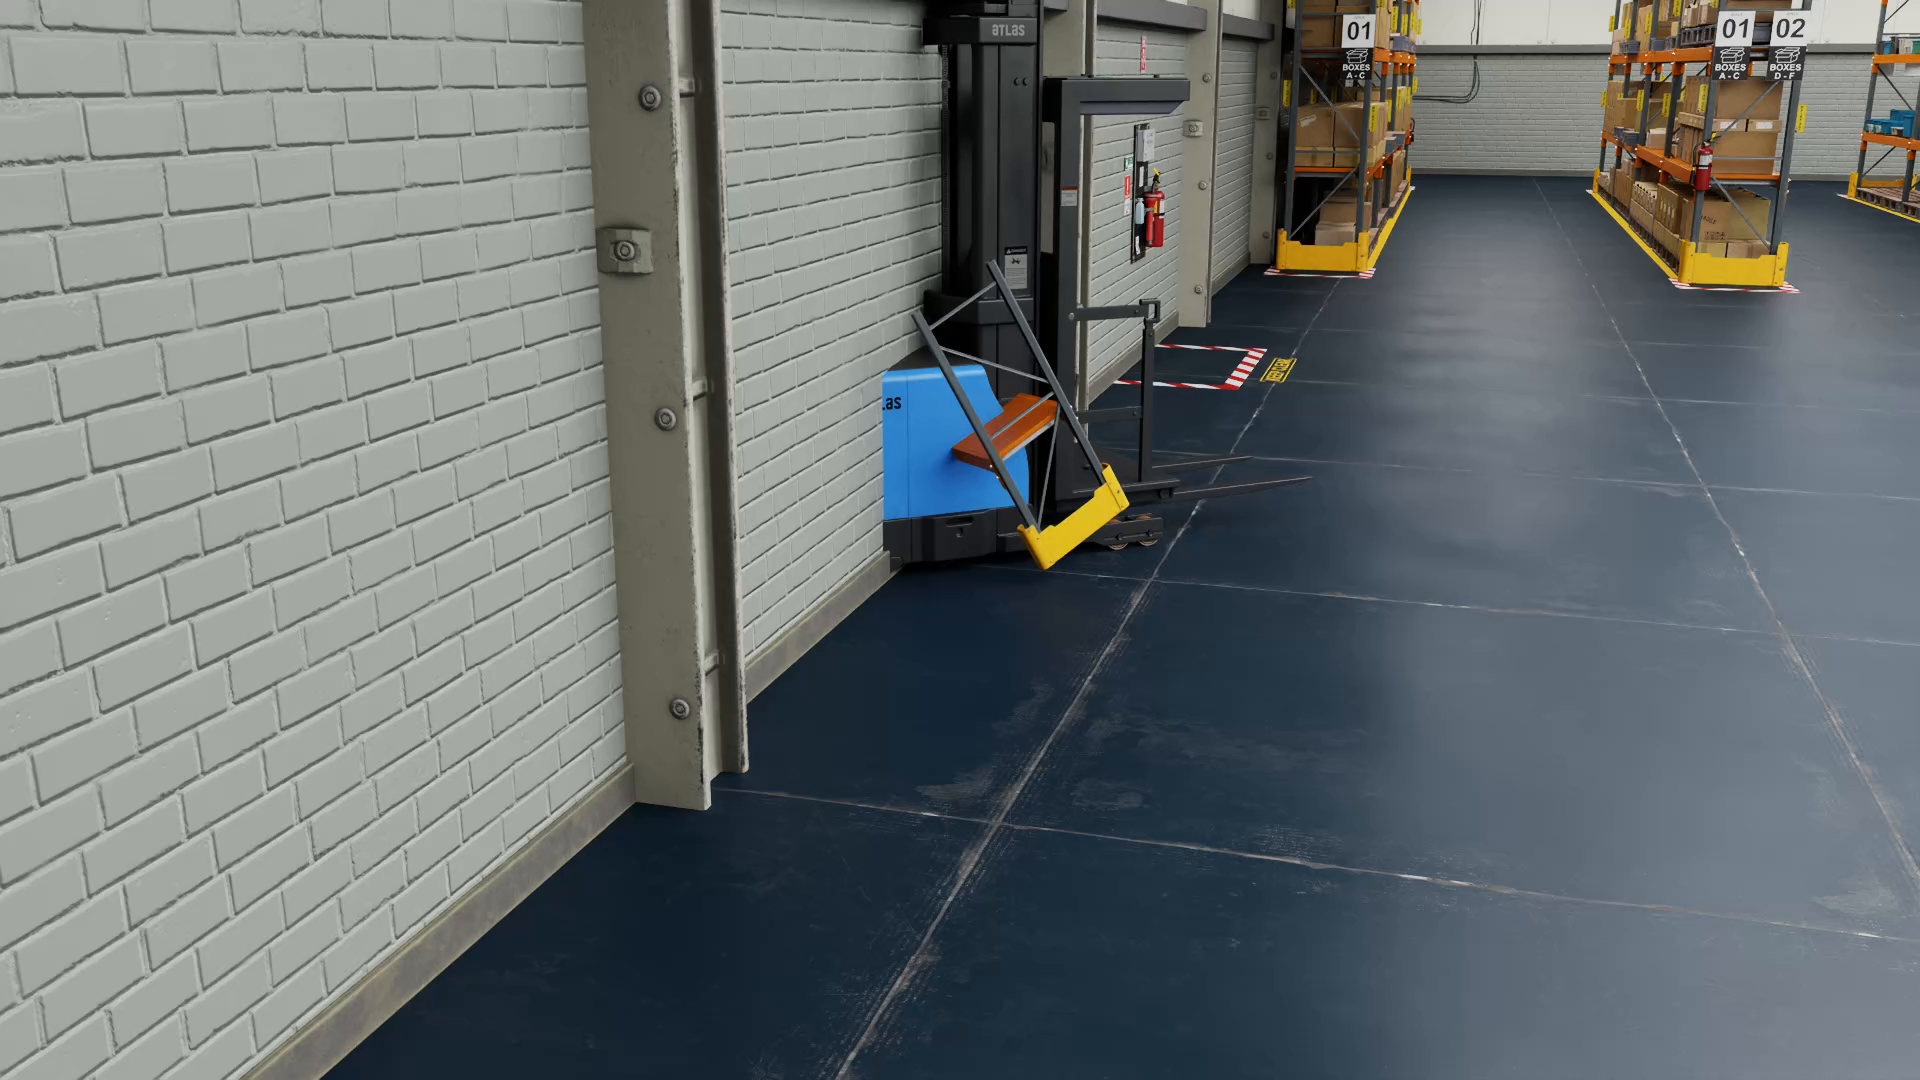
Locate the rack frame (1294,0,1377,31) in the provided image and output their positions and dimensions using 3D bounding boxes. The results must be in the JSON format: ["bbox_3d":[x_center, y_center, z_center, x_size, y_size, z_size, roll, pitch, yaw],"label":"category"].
[{"bbox_3d":[4.745,-7.887,20.645,1.000,3.000,0.127,5,16,16],"label":"rack frame"}]

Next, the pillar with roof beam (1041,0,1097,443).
[{"bbox_3d":[4.832,-4.664,9.282,9.100,9.000,0.400,5,16,16],"label":"pillar with roof beam"}]

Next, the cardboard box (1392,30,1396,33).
[{"bbox_3d":[7.704,-9.471,30.737,0.700,0.500,0.500,4,16,15],"label":"cardboard box"}]

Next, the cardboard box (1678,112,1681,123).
[{"bbox_3d":[10.370,-5.969,23.506,0.380,0.149,0.250,5,16,16],"label":"cardboard box"}]

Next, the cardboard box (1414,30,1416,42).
[{"bbox_3d":[9.192,-10.460,34.534,0.500,0.250,0.500,4,16,14],"label":"cardboard box"}]

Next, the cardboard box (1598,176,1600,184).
[{"bbox_3d":[13.523,-7.504,34.675,0.380,0.166,0.250,5,16,16],"label":"cardboard box"}]

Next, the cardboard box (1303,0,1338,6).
[{"bbox_3d":[4.617,-7.116,21.371,0.500,0.500,0.500,5,17,18],"label":"cardboard box"}]

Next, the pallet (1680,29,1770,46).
[{"bbox_3d":[10.415,-6.840,22.612,1.003,0.211,1.213,5,16,16],"label":"pallet"}]

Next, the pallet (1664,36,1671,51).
[{"bbox_3d":[11.347,-7.586,25.426,1.003,0.211,1.213,5,17,18],"label":"pallet"}]

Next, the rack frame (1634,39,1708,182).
[{"bbox_3d":[11.769,-6.711,27.492,1.000,3.000,0.127,5,16,16],"label":"rack frame"}]

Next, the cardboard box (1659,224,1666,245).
[{"bbox_3d":[9.916,-4.185,22.856,0.500,0.250,0.500,5,16,16],"label":"cardboard box"}]

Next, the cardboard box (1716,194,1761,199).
[{"bbox_3d":[10.131,-4.244,21.689,0.500,0.500,0.500,5,16,16],"label":"cardboard box"}]

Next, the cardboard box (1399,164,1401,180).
[{"bbox_3d":[8.612,-7.459,33.941,0.700,0.500,0.500,4,16,15],"label":"cardboard box"}]

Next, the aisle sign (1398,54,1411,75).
[{"bbox_3d":[9.600,-10.433,35.852,0.394,0.787,0.004,5,16,16],"label":"aisle sign"}]

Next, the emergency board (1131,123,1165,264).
[{"bbox_3d":[1.671,-3.038,14.543,0.194,1.169,0.643,5,16,16],"label":"emergency board"}]

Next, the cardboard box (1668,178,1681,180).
[{"bbox_3d":[12.316,-5.954,28.599,0.500,0.500,0.500,4,16,14],"label":"cardboard box"}]

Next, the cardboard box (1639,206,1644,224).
[{"bbox_3d":[10.909,-5.074,25.989,0.500,0.250,0.500,5,17,17],"label":"cardboard box"}]

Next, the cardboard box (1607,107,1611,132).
[{"bbox_3d":[13.377,-8.490,33.581,0.500,0.500,0.500,5,16,16],"label":"cardboard box"}]

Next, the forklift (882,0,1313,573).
[{"bbox_3d":[0.569,-1.480,9.175,3.031,2.935,1.130,-7,17,-23],"label":"forklift"}]

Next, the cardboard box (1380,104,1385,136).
[{"bbox_3d":[5.754,-5.936,23.625,0.500,0.500,0.500,4,16,14],"label":"cardboard box"}]

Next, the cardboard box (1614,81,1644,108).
[{"bbox_3d":[13.088,-8.705,32.507,0.500,0.500,0.500,5,17,16],"label":"cardboard box"}]

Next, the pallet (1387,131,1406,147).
[{"bbox_3d":[6.918,-6.807,28.183,1.213,0.211,1.003,5,16,16],"label":"pallet"}]

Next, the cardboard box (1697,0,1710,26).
[{"bbox_3d":[9.728,-6.755,21.287,0.500,0.311,0.500,7,17,22],"label":"cardboard box"}]

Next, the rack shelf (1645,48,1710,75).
[{"bbox_3d":[11.201,-7.285,25.336,1.077,0.370,4.000,5,16,16],"label":"rack shelf"}]

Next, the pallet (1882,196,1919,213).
[{"bbox_3d":[17.826,-6.226,30.893,1.003,0.211,1.213,5,16,16],"label":"pallet"}]

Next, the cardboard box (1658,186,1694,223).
[{"bbox_3d":[10.066,-4.676,23.213,0.500,0.500,0.500,5,16,16],"label":"cardboard box"}]

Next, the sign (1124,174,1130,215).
[{"bbox_3d":[1.415,-2.918,14.056,0.001,0.329,0.234,5,16,16],"label":"sign"}]

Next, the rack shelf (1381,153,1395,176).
[{"bbox_3d":[6.450,-6.225,27.096,1.077,0.370,4.000,5,16,16],"label":"rack shelf"}]

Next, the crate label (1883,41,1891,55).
[{"bbox_3d":[18.219,-9.574,32.362,0.408,0.251,0.502,5,16,16],"label":"crate label"}]

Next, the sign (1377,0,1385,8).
[{"bbox_3d":[5.265,-6.823,20.787,0.100,0.325,0.005,5,16,16],"label":"sign"}]

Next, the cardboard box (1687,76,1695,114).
[{"bbox_3d":[10.370,-6.088,22.735,0.700,0.500,0.500,5,16,16],"label":"cardboard box"}]

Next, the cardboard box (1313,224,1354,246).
[{"bbox_3d":[5.028,-4.093,22.384,0.500,0.311,0.500,3,16,10],"label":"cardboard box"}]

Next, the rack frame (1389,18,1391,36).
[{"bbox_3d":[5.882,-8.934,24.335,1.000,3.000,0.127,5,16,16],"label":"rack frame"}]

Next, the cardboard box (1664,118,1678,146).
[{"bbox_3d":[11.308,-6.319,25.926,0.500,0.500,0.500,4,16,13],"label":"cardboard box"}]

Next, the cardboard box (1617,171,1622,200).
[{"bbox_3d":[12.394,-6.518,30.588,0.500,0.500,0.500,5,17,17],"label":"cardboard box"}]

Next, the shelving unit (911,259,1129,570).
[{"bbox_3d":[0.073,-0.714,8.672,0.587,1.500,1.083,-37,25,-15],"label":"shelving unit"}]

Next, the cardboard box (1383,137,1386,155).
[{"bbox_3d":[6.038,-5.838,24.652,0.500,0.250,0.500,5,16,16],"label":"cardboard box"}]

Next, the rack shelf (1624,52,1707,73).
[{"bbox_3d":[12.337,-8.331,29.026,1.077,0.370,4.000,5,16,16],"label":"rack shelf"}]

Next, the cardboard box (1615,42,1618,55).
[{"bbox_3d":[13.358,-9.799,33.159,0.500,0.250,0.500,5,16,16],"label":"cardboard box"}]

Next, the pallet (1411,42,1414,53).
[{"bbox_3d":[8.746,-10.072,34.009,1.003,0.211,1.213,5,16,16],"label":"pallet"}]

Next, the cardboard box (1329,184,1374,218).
[{"bbox_3d":[6.357,-5.520,27.068,0.700,0.500,0.500,5,17,17],"label":"cardboard box"}]

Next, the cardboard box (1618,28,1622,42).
[{"bbox_3d":[13.216,-9.909,32.629,0.500,0.250,0.500,5,16,16],"label":"cardboard box"}]

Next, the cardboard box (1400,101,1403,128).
[{"bbox_3d":[7.979,-7.936,31.047,0.500,0.500,0.500,5,16,16],"label":"cardboard box"}]

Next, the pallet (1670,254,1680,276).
[{"bbox_3d":[9.673,-3.480,21.210,1.003,0.211,1.213,5,16,16],"label":"pallet"}]

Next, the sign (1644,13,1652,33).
[{"bbox_3d":[11.249,-8.445,27.163,0.100,0.325,0.005,5,16,16],"label":"sign"}]

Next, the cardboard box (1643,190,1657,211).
[{"bbox_3d":[10.758,-5.209,25.437,0.500,0.311,0.500,5,16,16],"label":"cardboard box"}]

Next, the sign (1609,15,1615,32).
[{"bbox_3d":[13.522,-10.709,34.491,0.100,0.325,0.005,5,16,16],"label":"sign"}]

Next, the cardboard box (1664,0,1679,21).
[{"bbox_3d":[11.899,-8.797,27.333,0.500,0.500,0.500,5,16,16],"label":"cardboard box"}]

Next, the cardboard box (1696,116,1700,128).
[{"bbox_3d":[9.788,-5.432,21.610,0.380,0.149,0.250,5,17,17],"label":"cardboard box"}]

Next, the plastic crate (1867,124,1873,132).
[{"bbox_3d":[18.234,-8.204,33.130,0.250,0.136,0.298,5,16,16],"label":"plastic crate"}]

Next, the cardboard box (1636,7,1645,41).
[{"bbox_3d":[12.692,-9.373,30.243,0.600,0.600,0.600,3,16,11],"label":"cardboard box"}]
